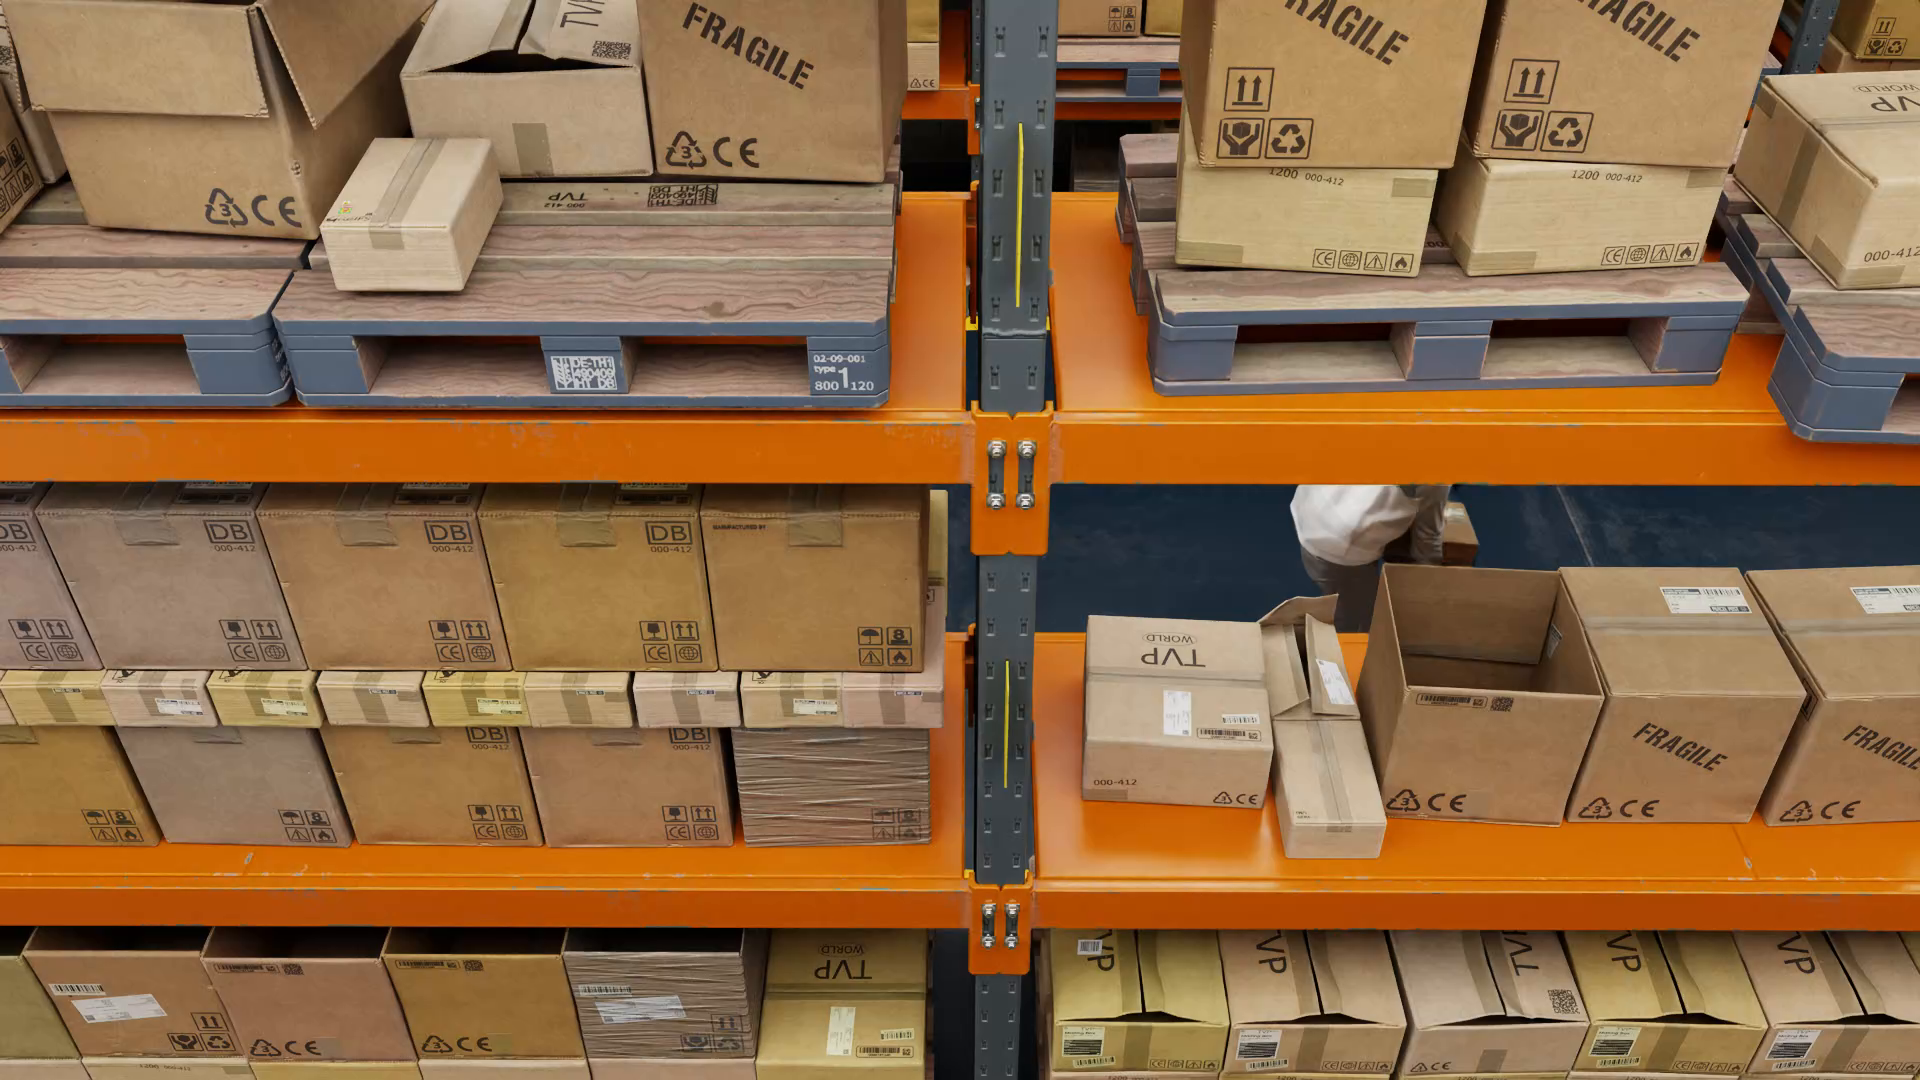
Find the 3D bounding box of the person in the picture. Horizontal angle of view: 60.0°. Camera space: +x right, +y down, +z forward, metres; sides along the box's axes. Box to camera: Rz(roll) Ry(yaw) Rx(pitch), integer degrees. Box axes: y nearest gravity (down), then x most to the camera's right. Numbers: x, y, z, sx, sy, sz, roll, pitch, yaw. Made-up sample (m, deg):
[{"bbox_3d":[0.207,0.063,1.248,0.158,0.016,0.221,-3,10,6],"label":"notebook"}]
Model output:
[{"bbox_3d":[1.606,-0.001,6.236,0.736,1.651,0.471,-1,39,-1],"label":"person"}]
